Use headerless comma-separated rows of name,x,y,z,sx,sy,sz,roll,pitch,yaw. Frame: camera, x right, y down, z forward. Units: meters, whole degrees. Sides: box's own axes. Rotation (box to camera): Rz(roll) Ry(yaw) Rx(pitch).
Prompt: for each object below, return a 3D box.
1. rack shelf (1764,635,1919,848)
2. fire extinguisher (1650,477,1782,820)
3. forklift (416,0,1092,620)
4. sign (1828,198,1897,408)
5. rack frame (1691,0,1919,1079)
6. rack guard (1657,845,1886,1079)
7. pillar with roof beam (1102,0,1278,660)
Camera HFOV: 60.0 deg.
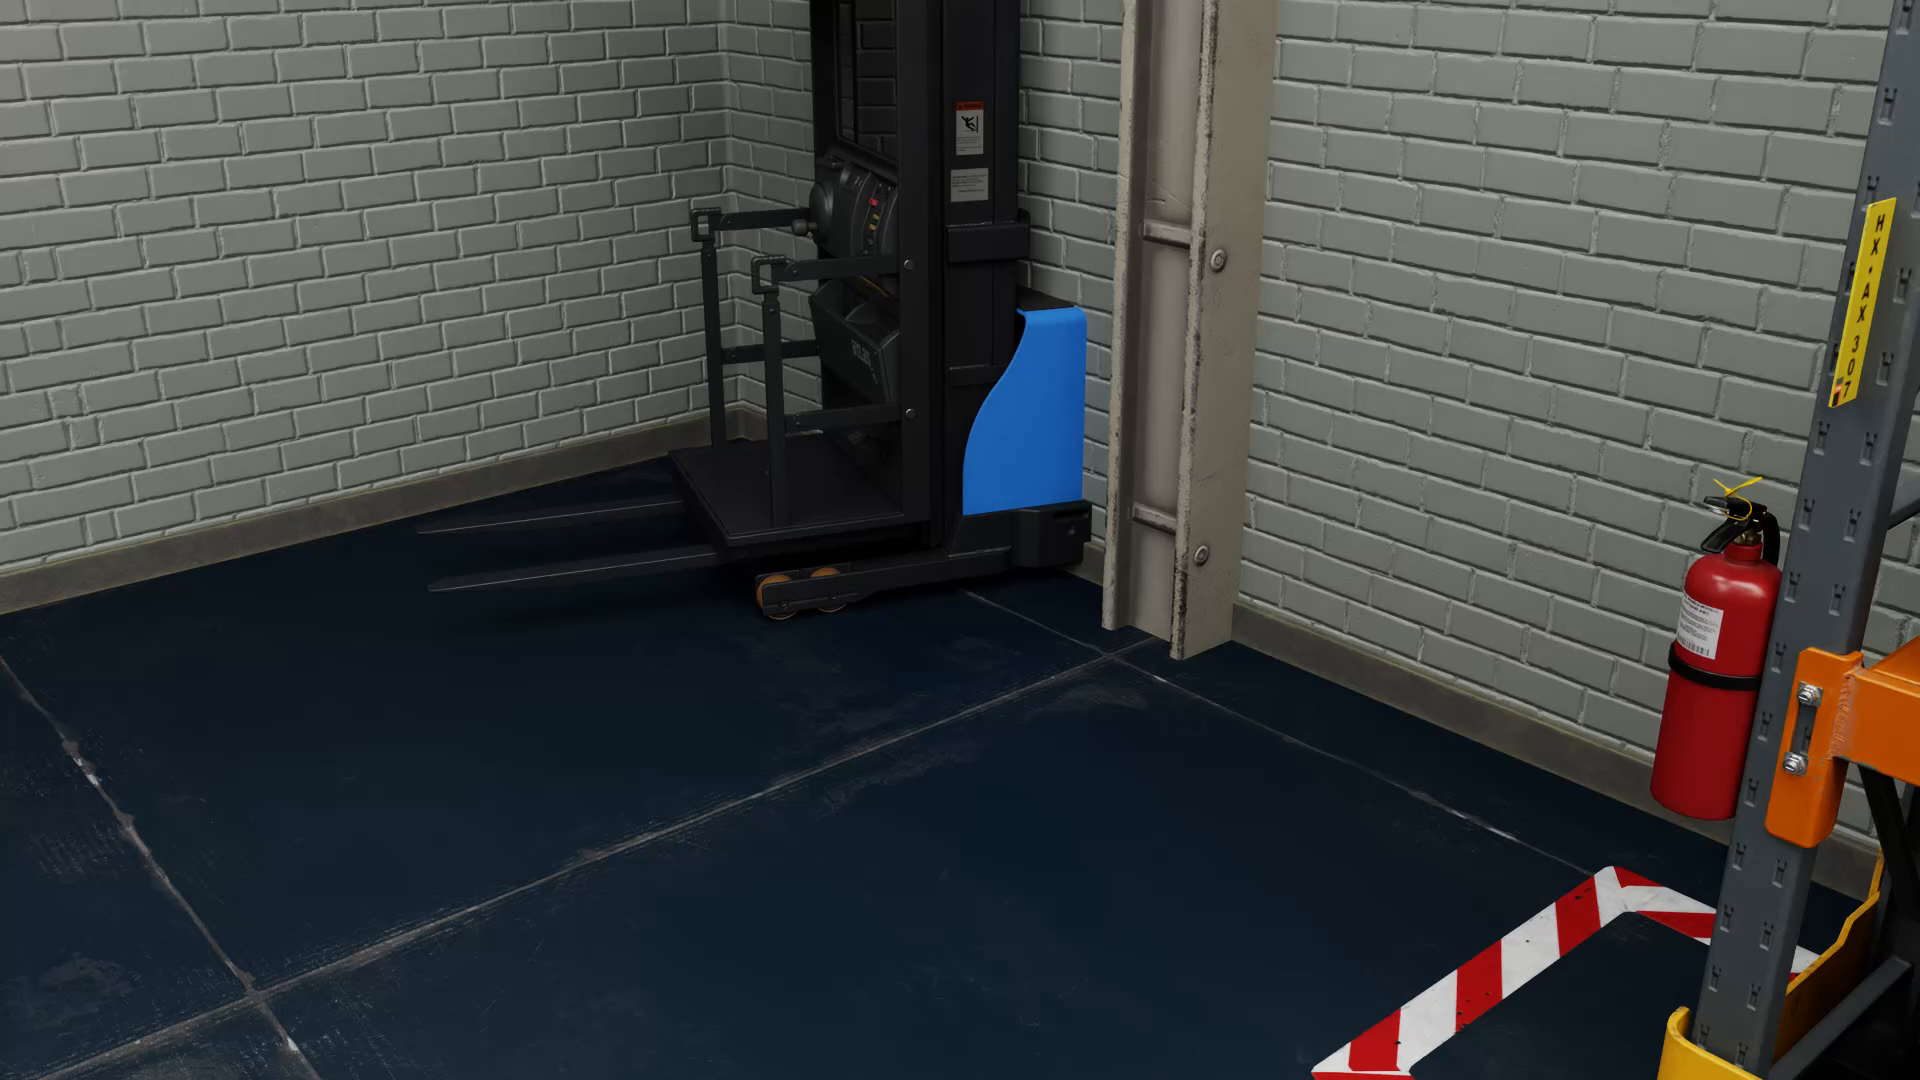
rack shelf,3.150,0.787,1.848,1.077,0.370,4.000,-17,27,-37
fire extinguisher,1.398,0.178,3.033,0.296,0.674,0.183,-17,27,-37
forklift,-0.590,-1.284,6.243,3.031,2.935,1.130,-8,23,-19
sign,1.434,-0.375,2.640,0.100,0.325,0.005,-17,27,-37
rack frame,1.845,-0.101,3.128,1.000,3.000,0.127,-17,27,-37
rack guard,1.894,1.084,3.530,1.175,0.500,0.348,-17,27,-37
pillar with roof beam,-2.494,-2.829,1.867,9.100,9.000,0.400,-17,27,-37
